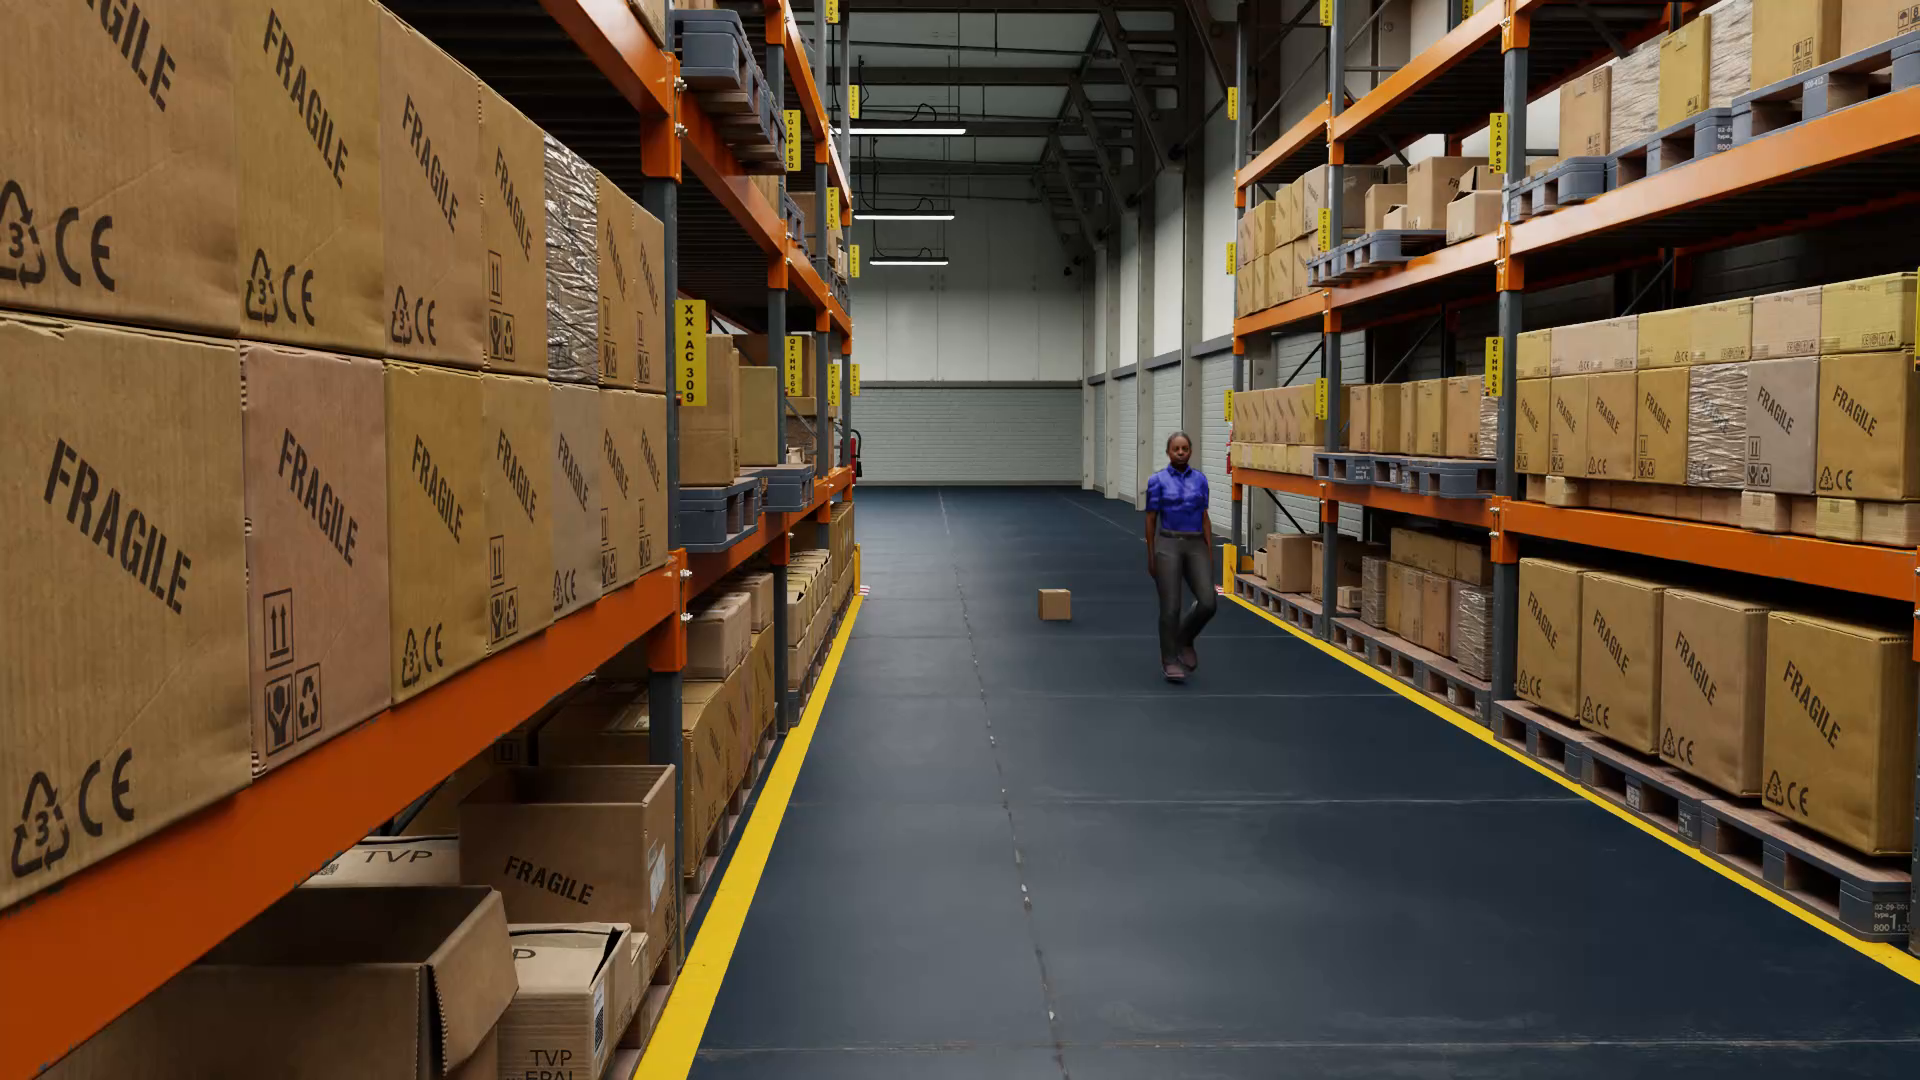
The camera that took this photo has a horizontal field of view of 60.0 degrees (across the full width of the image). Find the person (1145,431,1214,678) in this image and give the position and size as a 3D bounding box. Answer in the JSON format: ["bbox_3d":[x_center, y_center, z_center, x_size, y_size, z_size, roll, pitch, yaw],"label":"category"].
[{"bbox_3d":[1.482,0.094,11.230,0.472,1.652,0.426,-1,4,-10],"label":"person"}]
